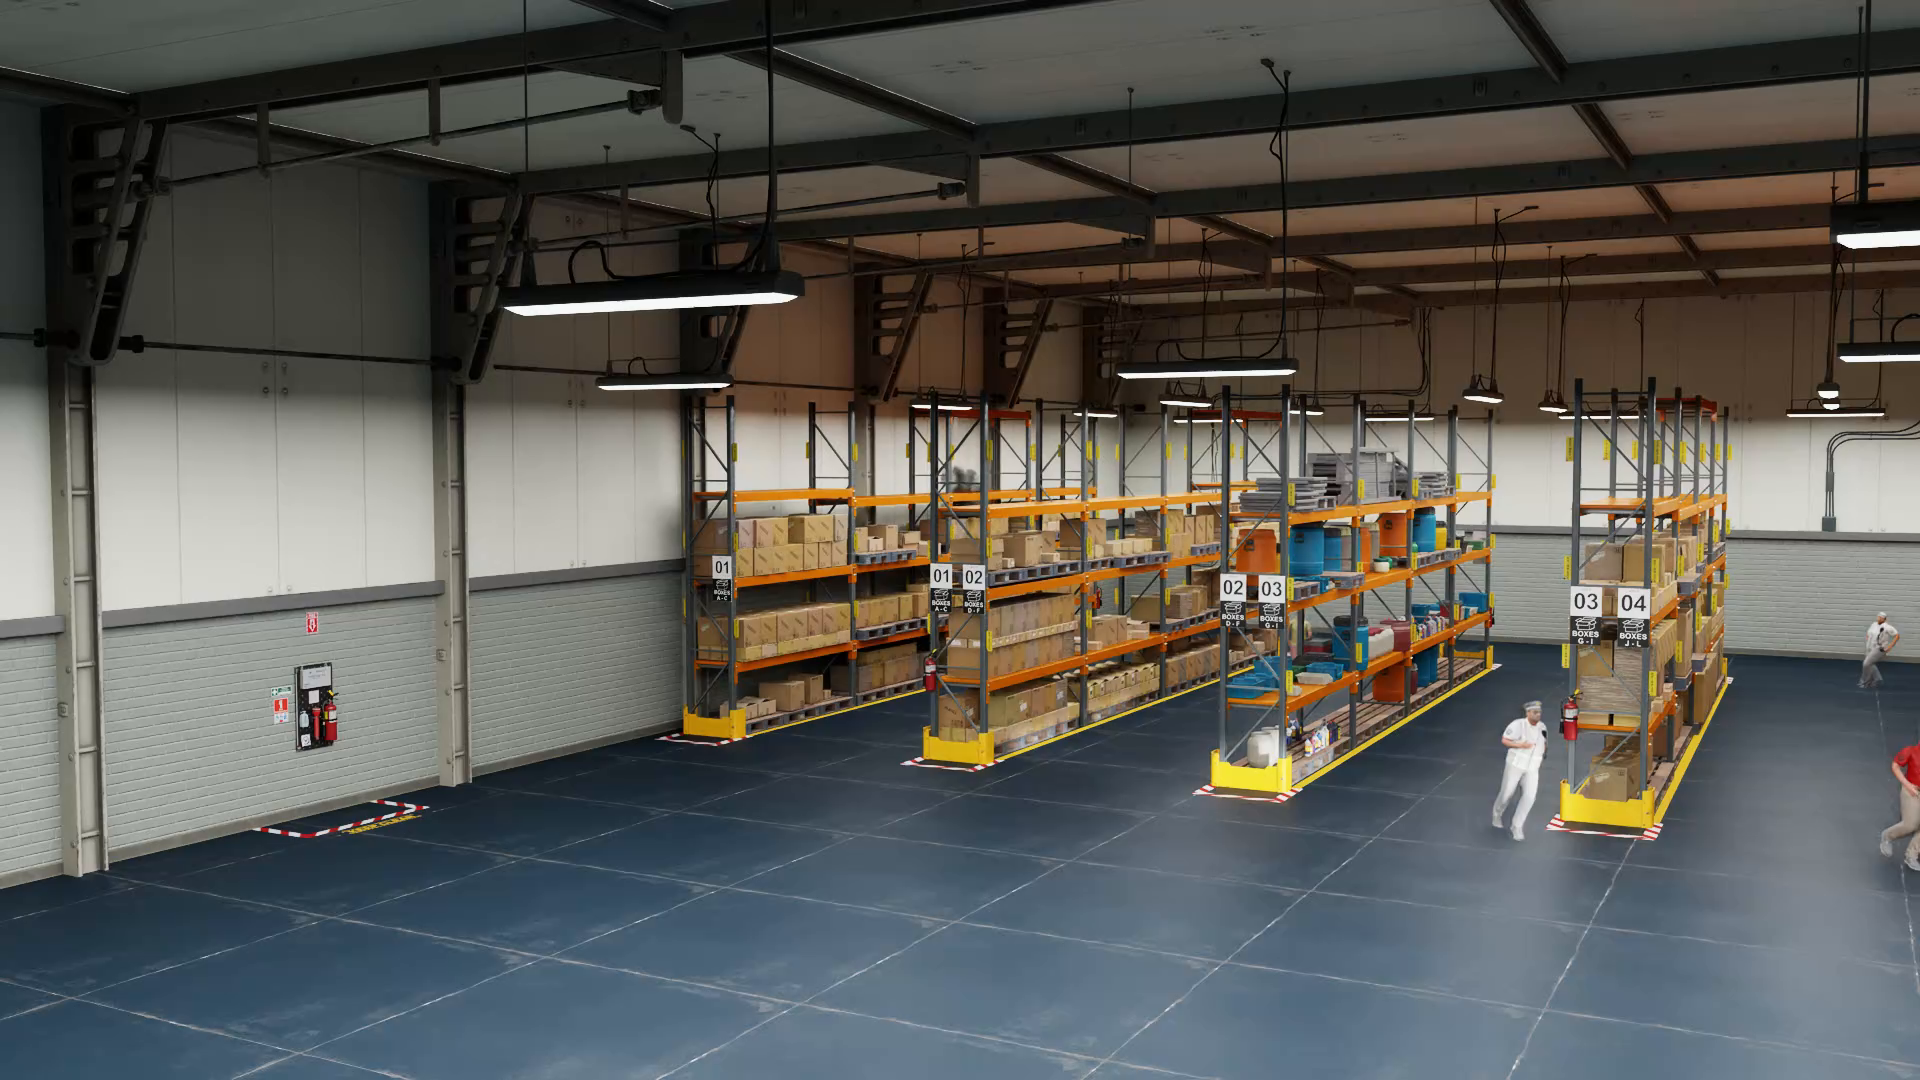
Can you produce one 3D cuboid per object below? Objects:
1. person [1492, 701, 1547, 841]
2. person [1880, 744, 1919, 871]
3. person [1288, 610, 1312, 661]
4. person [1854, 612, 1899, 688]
[{"bbox_3d":[7.407,2.986,21.800,0.681,1.800,0.812,0,3,0],"label":"person"},{"bbox_3d":[11.670,3.105,20.193,0.693,1.687,0.663,0,3,-2],"label":"person"},{"bbox_3d":[7.302,2.292,35.938,0.581,1.631,0.489,1,3,17],"label":"person"},{"bbox_3d":[19.442,2.346,35.332,0.692,1.659,0.613,0,3,-5],"label":"person"}]
